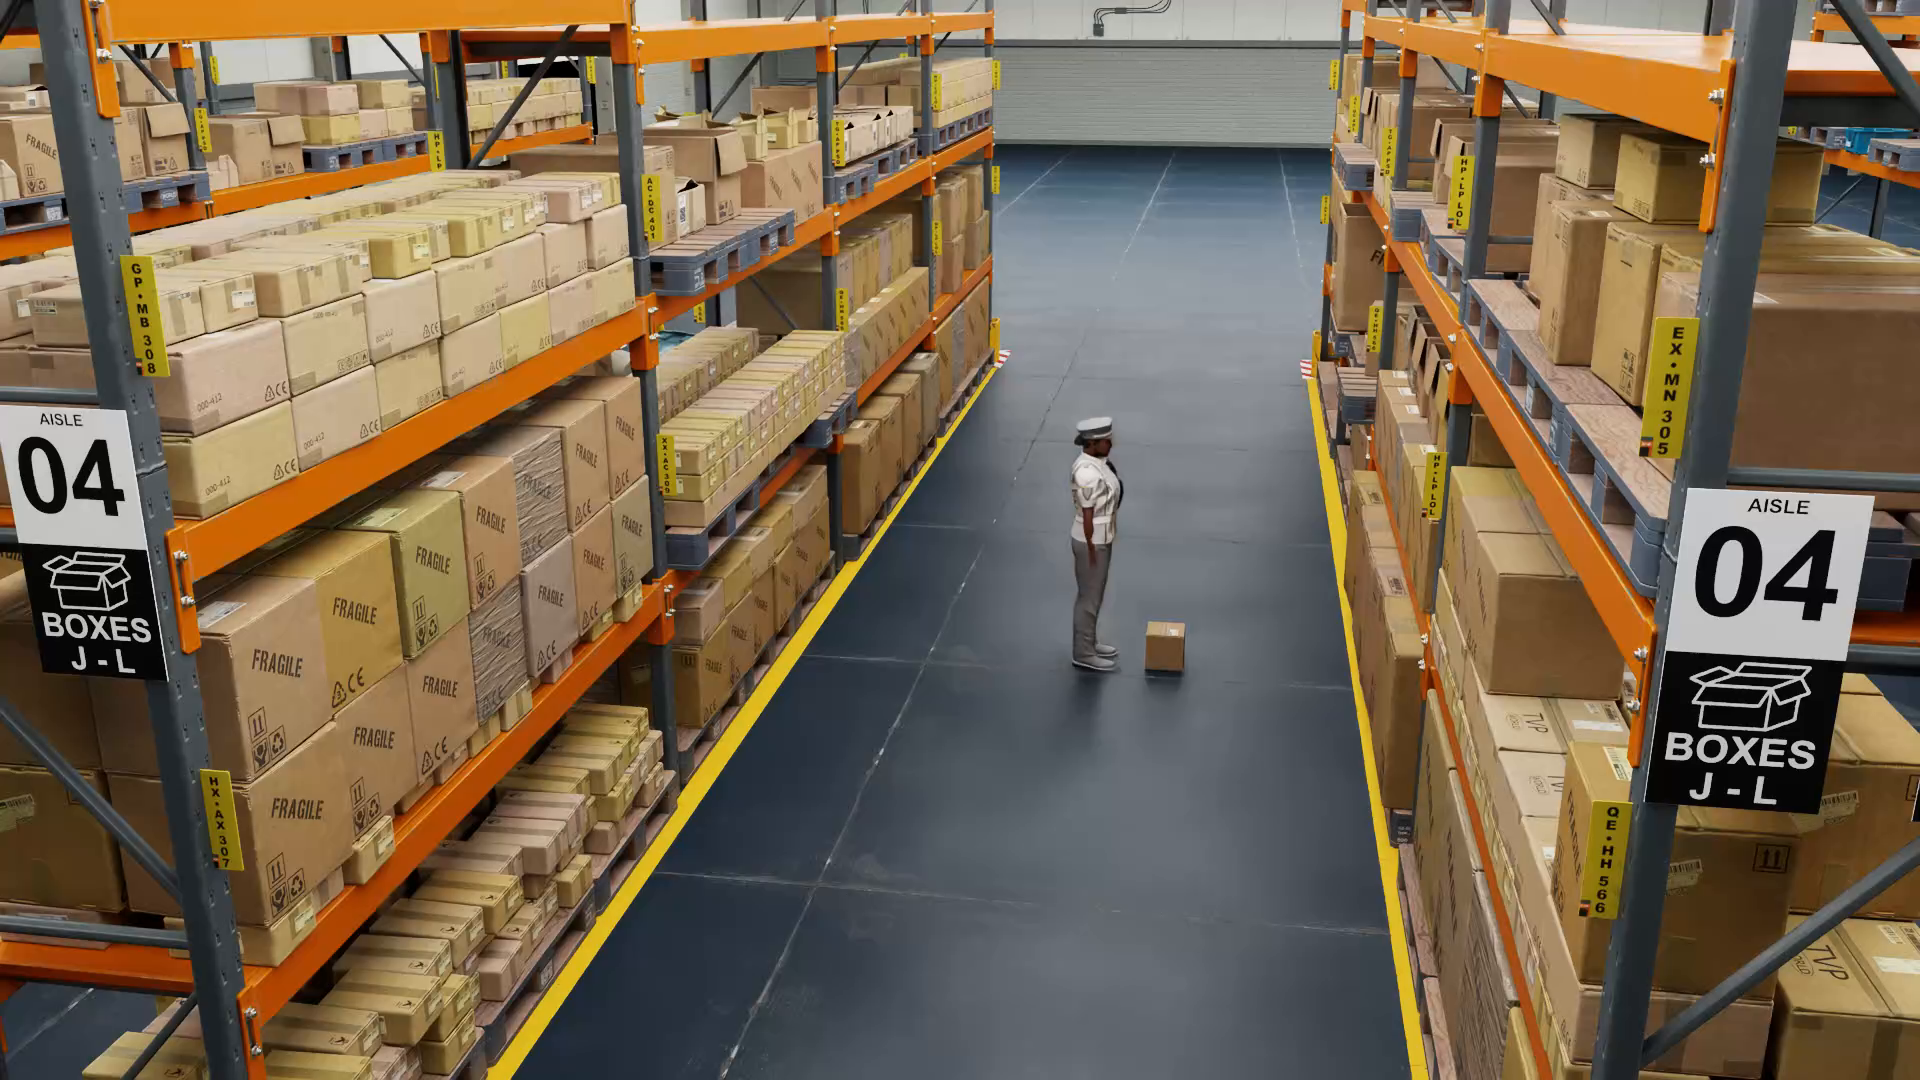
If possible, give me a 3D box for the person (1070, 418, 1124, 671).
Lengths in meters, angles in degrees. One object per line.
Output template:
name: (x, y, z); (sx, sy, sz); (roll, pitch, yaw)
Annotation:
person: (0.897, 0.012, 11.008); (0.344, 1.682, 0.442); (3, 18, 10)
